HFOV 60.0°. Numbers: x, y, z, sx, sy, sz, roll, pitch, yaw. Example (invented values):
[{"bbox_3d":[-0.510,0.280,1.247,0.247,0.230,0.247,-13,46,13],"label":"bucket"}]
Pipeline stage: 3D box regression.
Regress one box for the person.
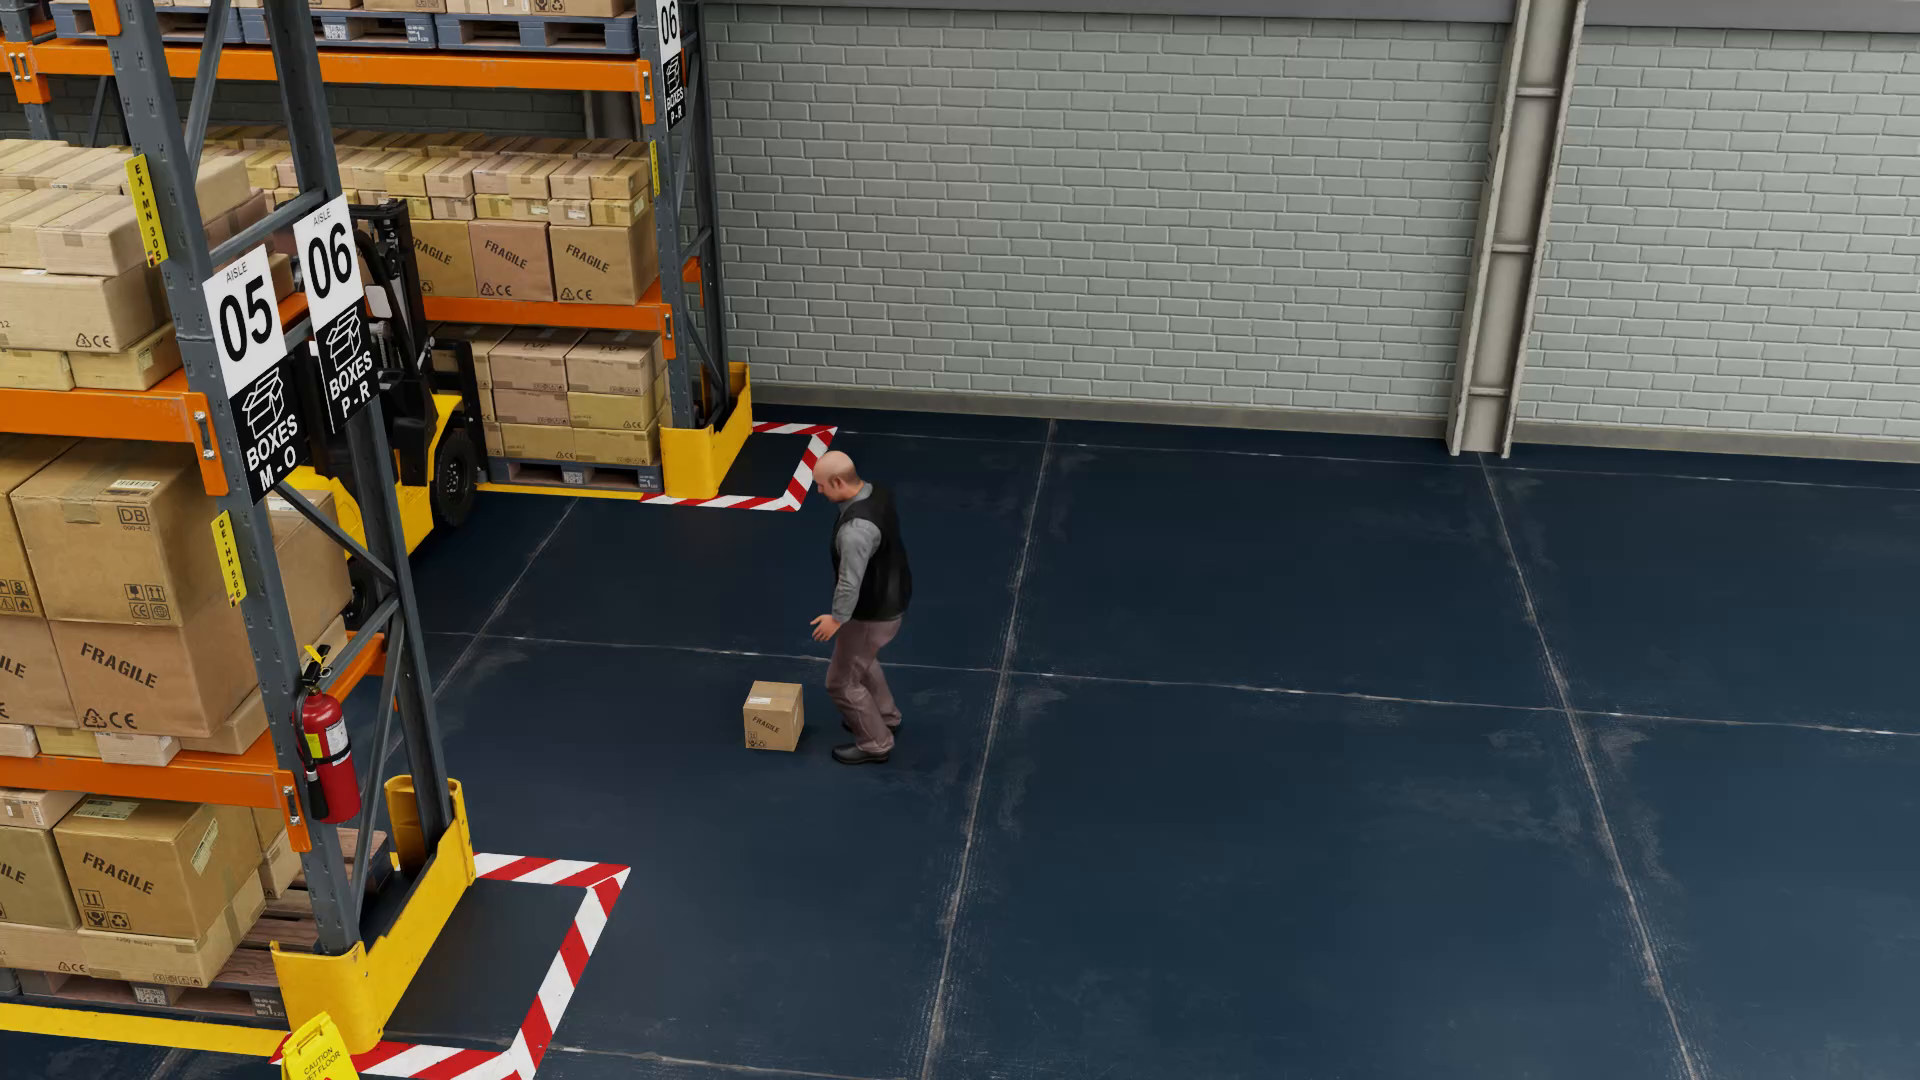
[{"bbox_3d":[-0.468,0.330,8.111,0.446,1.658,0.563,4,28,8],"label":"person"}]
